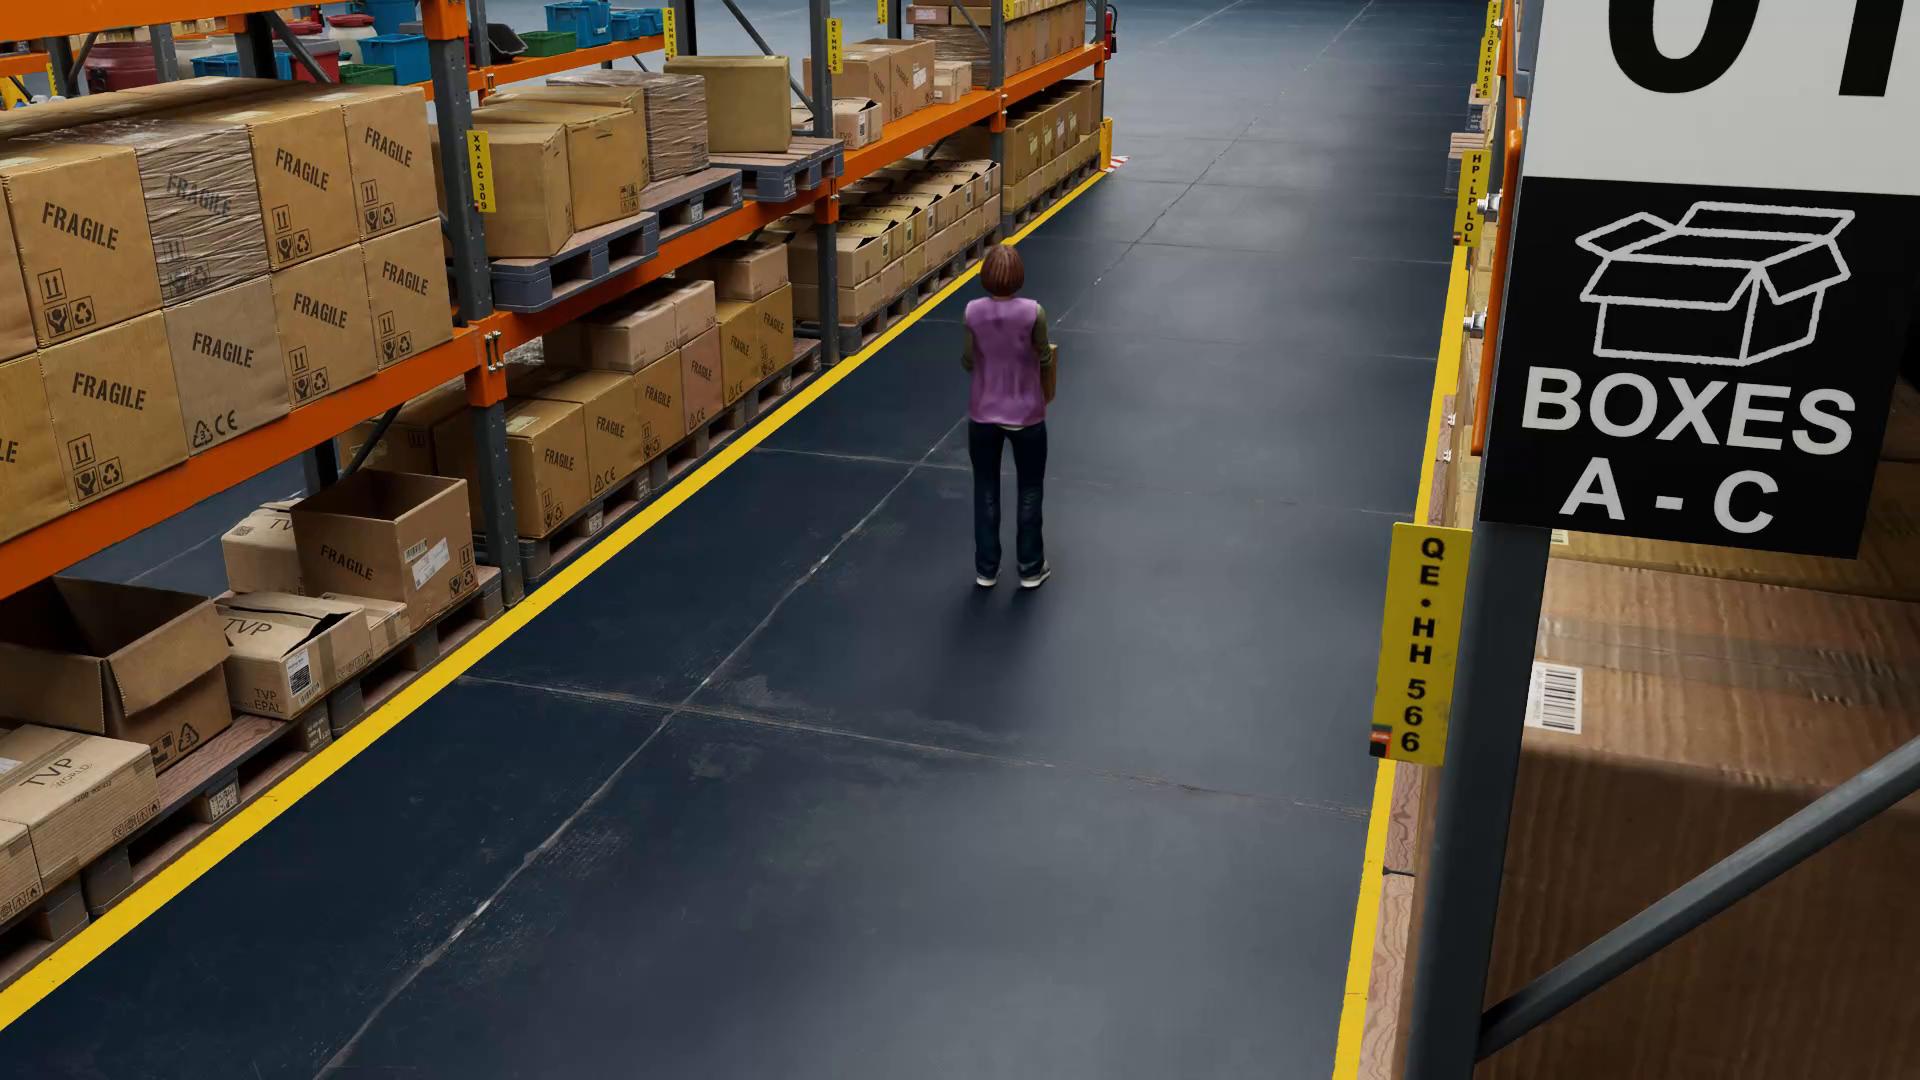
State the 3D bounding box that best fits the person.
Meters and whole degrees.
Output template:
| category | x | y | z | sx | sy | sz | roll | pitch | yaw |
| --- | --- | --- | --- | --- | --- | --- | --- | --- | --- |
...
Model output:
| category | x | y | z | sx | sy | sz | roll | pitch | yaw |
| --- | --- | --- | --- | --- | --- | --- | --- | --- | --- |
| person | 0.212 | -0.568 | 7.484 | 0.413 | 1.598 | 0.477 | 4 | 23 | 9 |
